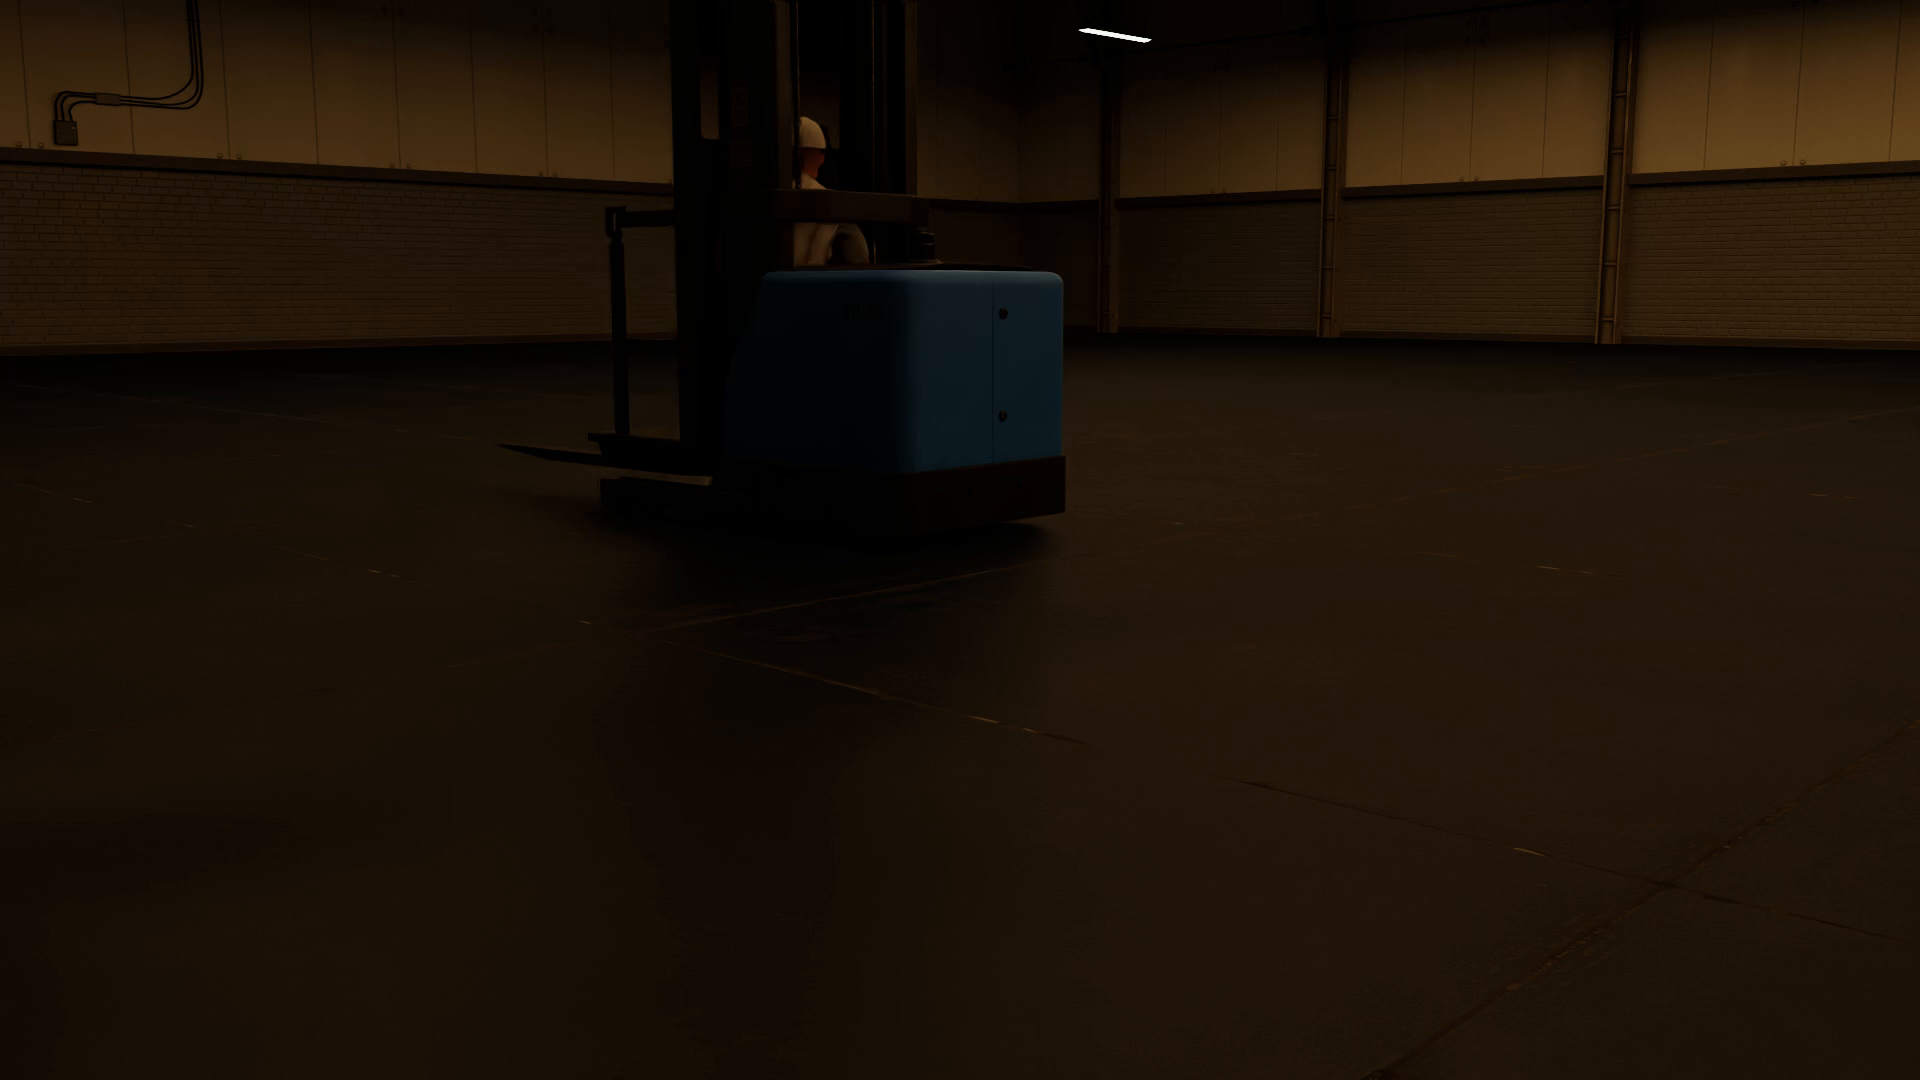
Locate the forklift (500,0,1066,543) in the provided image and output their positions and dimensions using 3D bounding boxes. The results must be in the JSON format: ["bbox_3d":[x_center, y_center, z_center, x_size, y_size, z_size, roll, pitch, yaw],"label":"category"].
[{"bbox_3d":[-0.984,-1.596,7.476,3.031,2.935,1.130,8,11,42],"label":"forklift"}]

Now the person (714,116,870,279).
[{"bbox_3d":[-0.700,-1.038,7.294,0.778,1.568,0.674,-1,9,-4],"label":"person"}]
